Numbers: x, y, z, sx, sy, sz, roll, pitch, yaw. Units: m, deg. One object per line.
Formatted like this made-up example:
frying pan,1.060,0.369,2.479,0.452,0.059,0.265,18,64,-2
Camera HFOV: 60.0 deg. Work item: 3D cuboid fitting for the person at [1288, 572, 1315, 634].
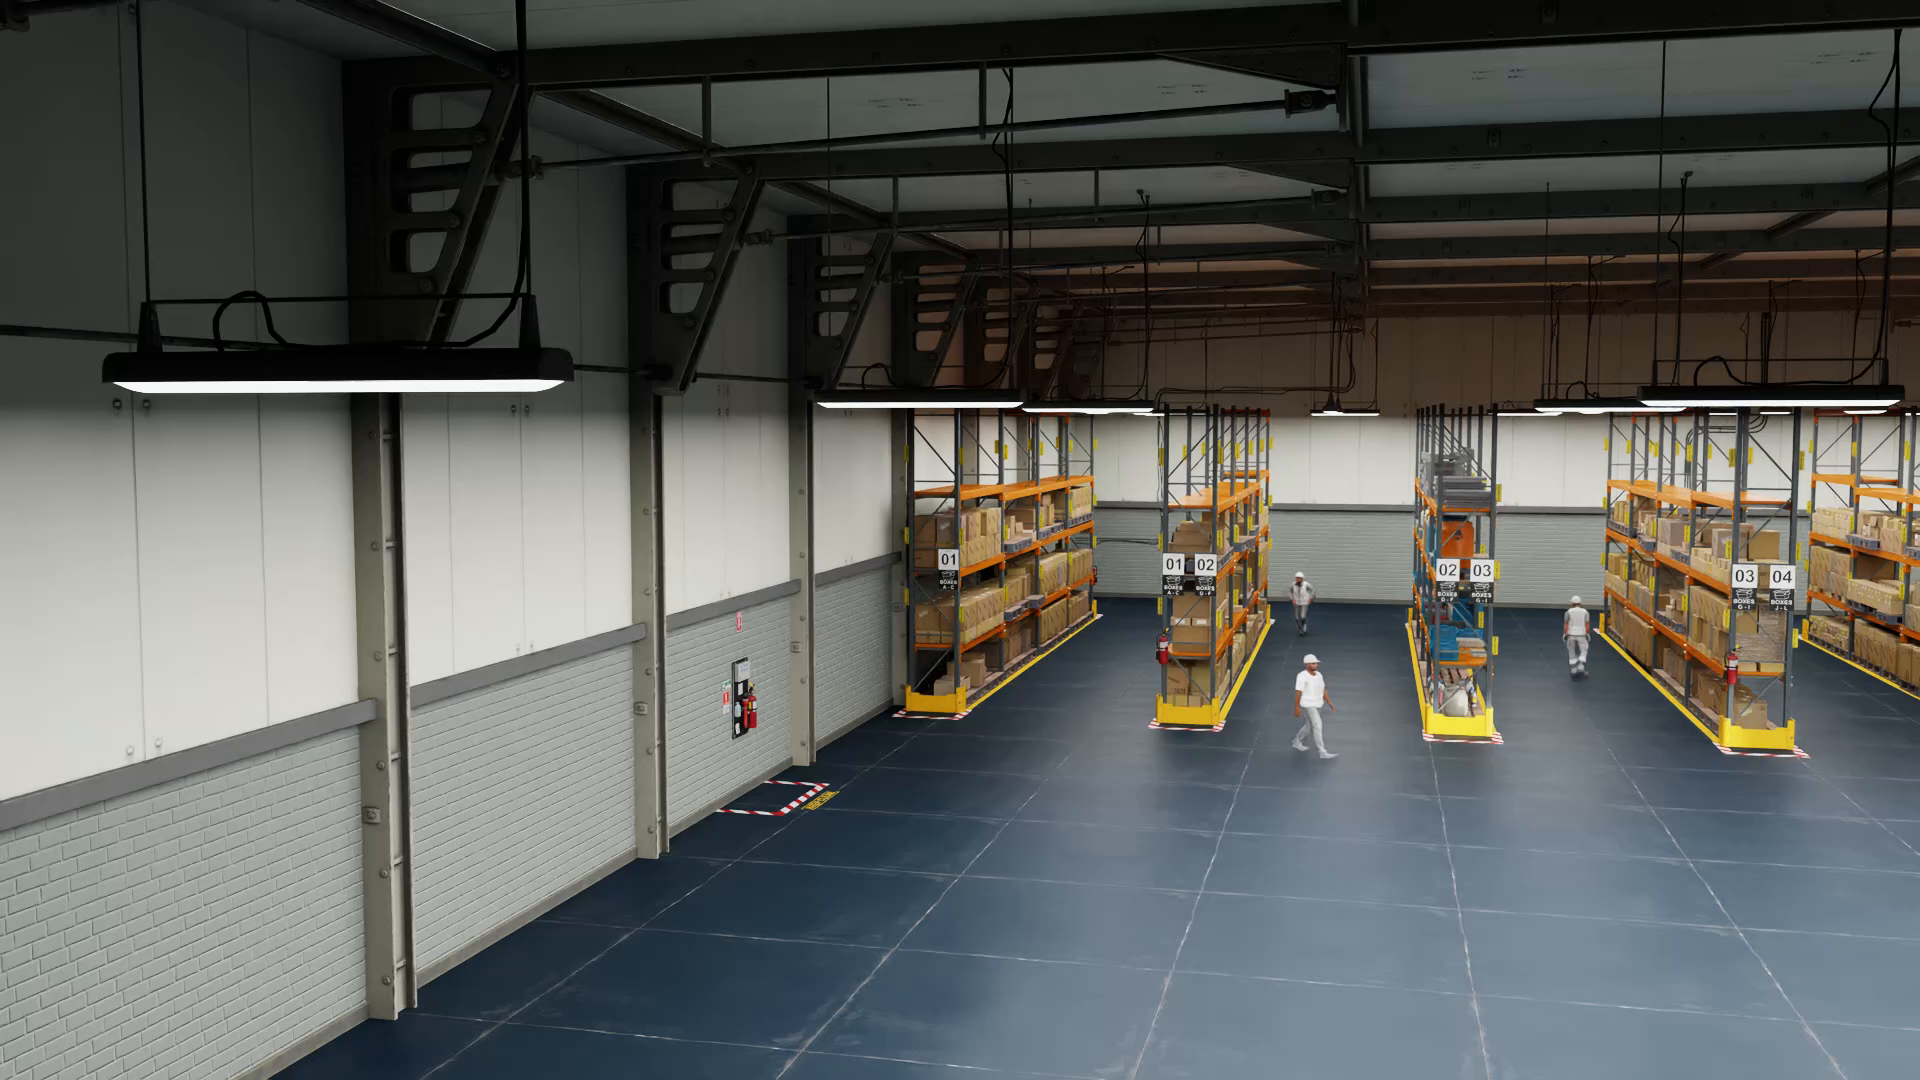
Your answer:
person,9.065,1.673,44.095,0.696,1.682,0.716,2,5,23

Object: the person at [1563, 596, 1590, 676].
person,13.753,2.138,37.085,0.577,1.786,0.533,1,4,15

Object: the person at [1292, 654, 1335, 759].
person,6.011,2.806,28.177,0.597,1.736,0.984,-4,5,-40
